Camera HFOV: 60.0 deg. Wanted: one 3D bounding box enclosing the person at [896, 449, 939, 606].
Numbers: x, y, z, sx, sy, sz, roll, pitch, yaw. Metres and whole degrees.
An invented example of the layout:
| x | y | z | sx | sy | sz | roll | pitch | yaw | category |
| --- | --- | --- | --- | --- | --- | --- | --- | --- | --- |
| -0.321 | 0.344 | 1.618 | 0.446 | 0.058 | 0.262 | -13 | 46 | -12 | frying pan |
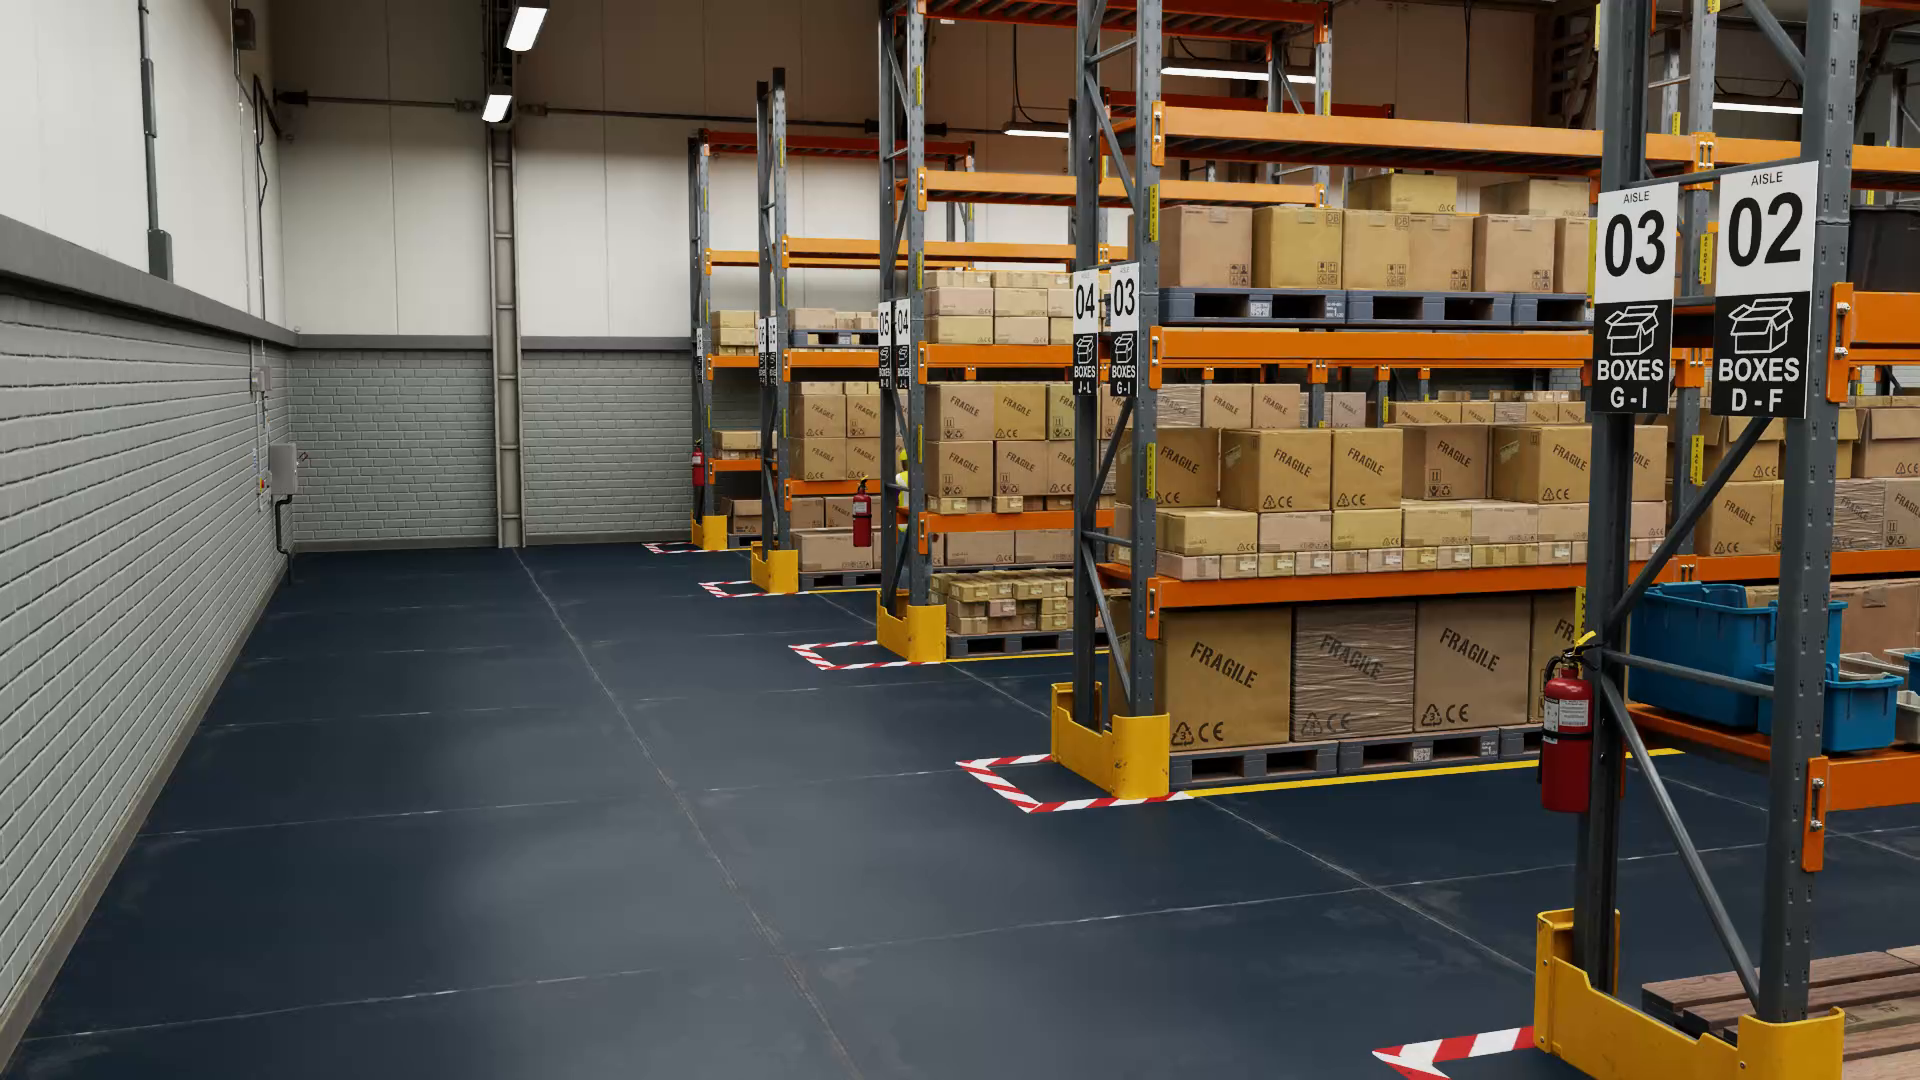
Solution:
| x | y | z | sx | sy | sz | roll | pitch | yaw | category |
| --- | --- | --- | --- | --- | --- | --- | --- | --- | --- |
| -0.507 | -0.122 | 17.973 | 0.622 | 1.759 | 0.462 | -2 | 6 | -21 | person |
